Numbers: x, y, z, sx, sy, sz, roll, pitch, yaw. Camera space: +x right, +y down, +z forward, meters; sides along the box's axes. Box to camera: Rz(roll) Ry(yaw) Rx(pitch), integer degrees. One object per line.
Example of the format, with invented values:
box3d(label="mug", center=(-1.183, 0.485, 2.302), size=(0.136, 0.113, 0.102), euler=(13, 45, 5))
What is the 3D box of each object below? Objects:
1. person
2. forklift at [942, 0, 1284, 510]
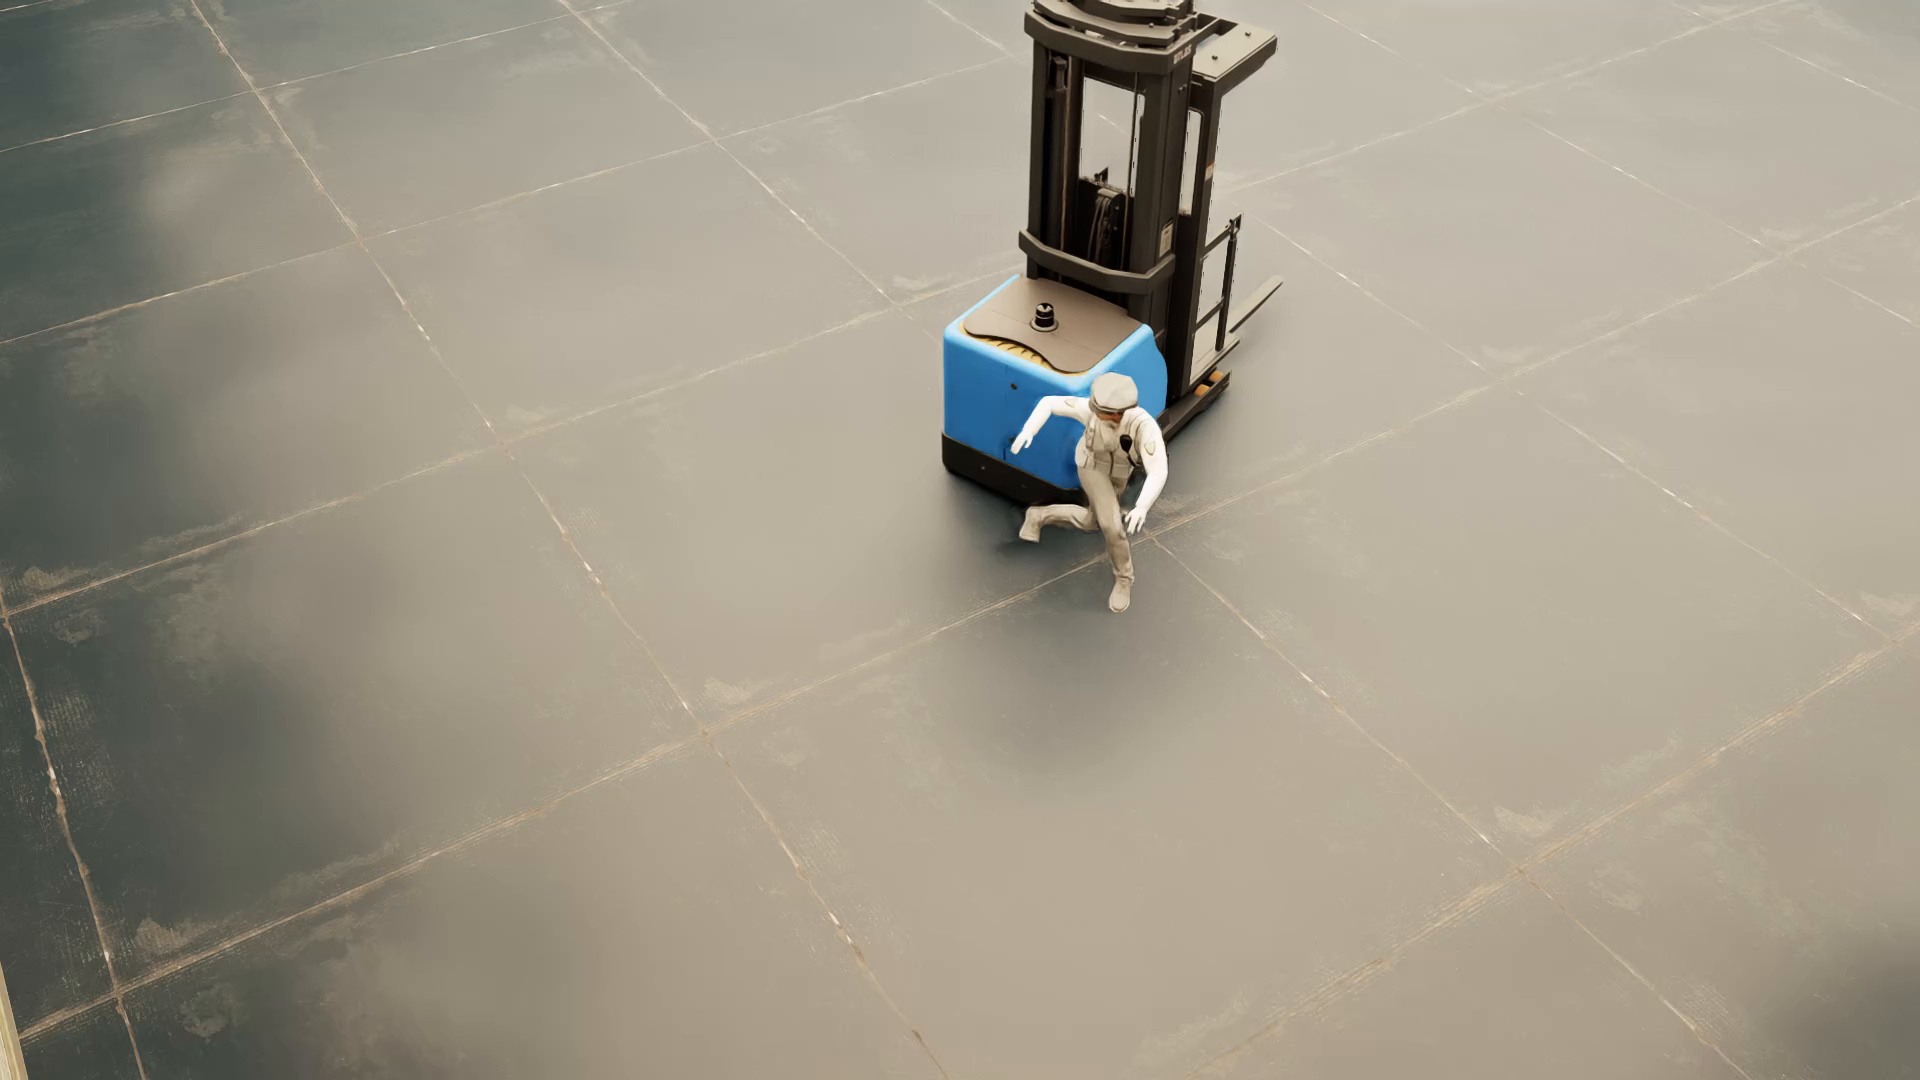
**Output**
box3d(label="person", center=(0.694, -0.272, 9.324), size=(0.821, 1.463, 1.065), euler=(-6, 41, -6))
box3d(label="forklift", center=(1.160, -2.145, 10.326), size=(1.130, 2.935, 3.031), euler=(26, 47, 26))
